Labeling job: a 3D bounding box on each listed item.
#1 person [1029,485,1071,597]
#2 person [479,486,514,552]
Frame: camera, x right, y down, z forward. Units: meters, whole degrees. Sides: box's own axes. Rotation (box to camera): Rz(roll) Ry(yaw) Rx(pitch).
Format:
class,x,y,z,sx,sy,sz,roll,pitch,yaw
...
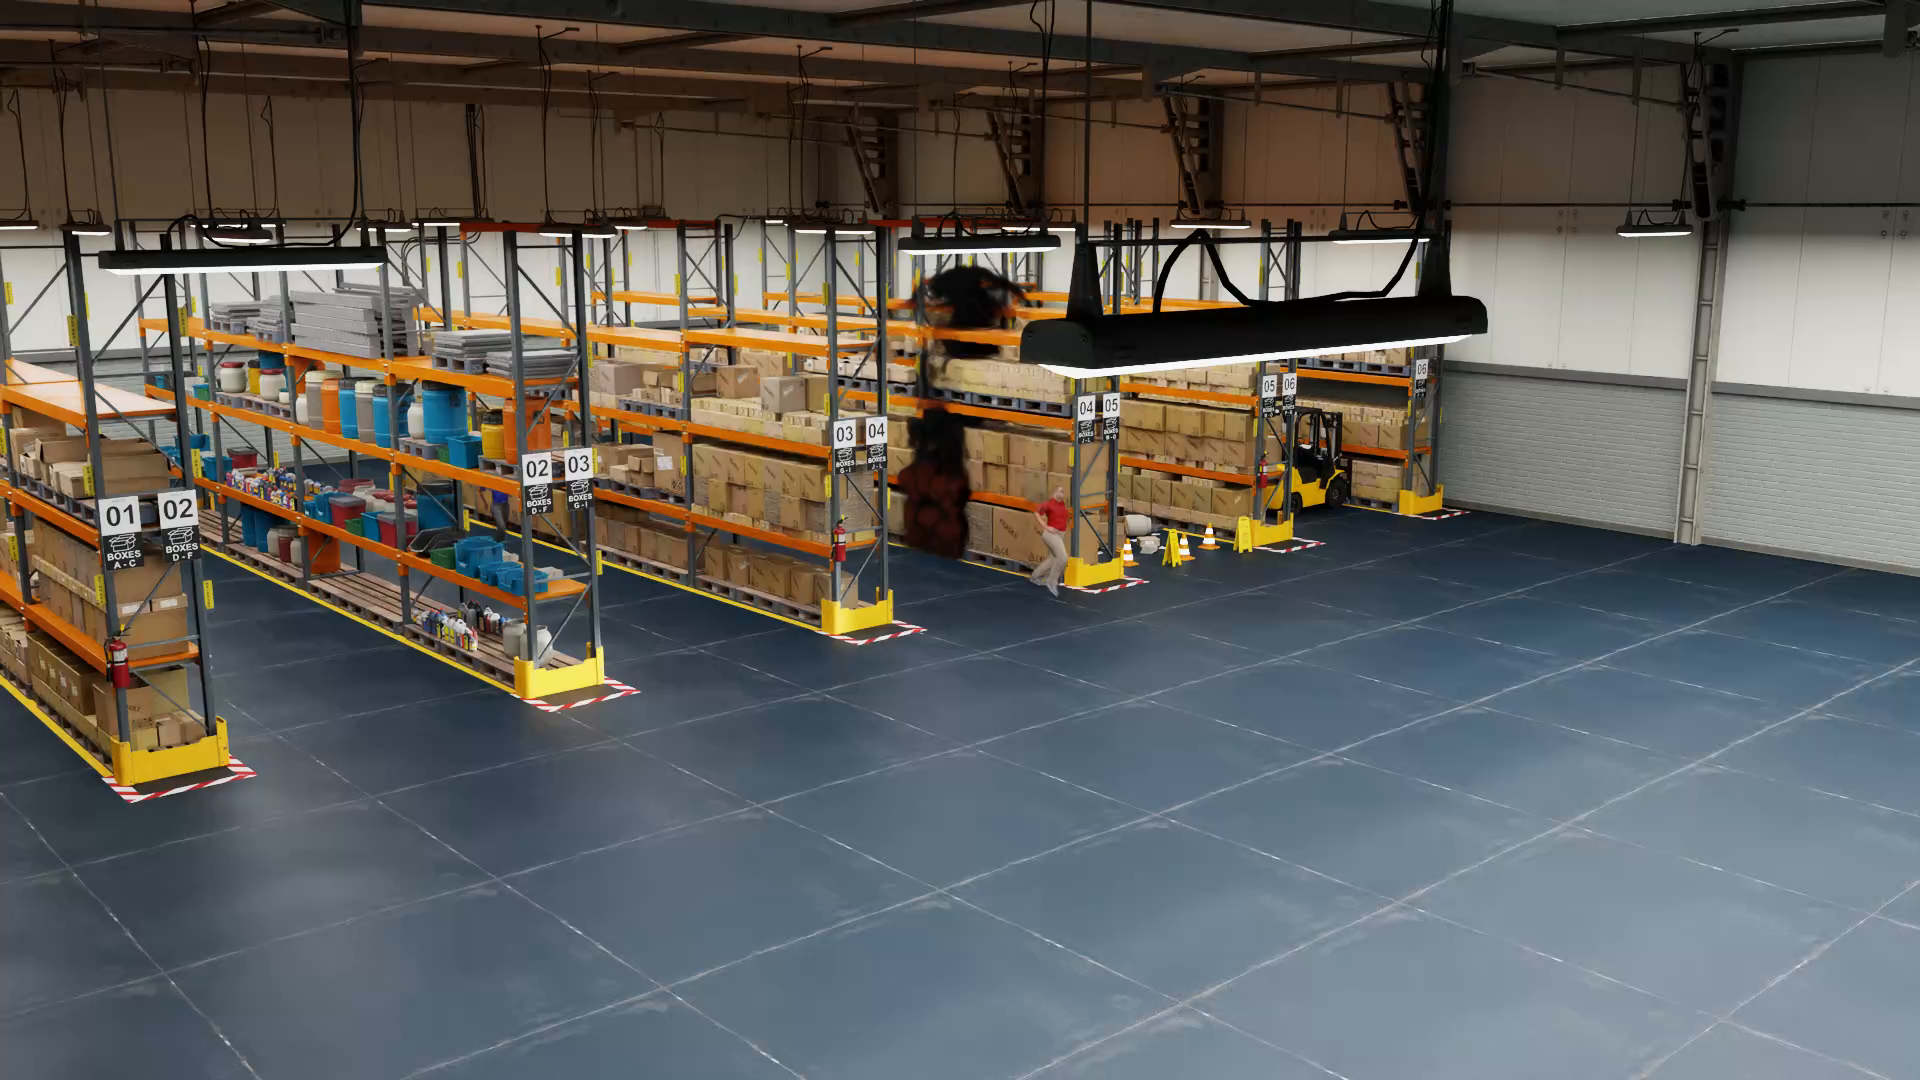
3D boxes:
class,x,y,z,sx,sy,sz,roll,pitch,yaw
person,1.490,-0.016,26.856,0.696,1.745,0.688,6,13,25
person,-8.389,-0.524,30.279,0.781,1.717,0.549,10,15,42
